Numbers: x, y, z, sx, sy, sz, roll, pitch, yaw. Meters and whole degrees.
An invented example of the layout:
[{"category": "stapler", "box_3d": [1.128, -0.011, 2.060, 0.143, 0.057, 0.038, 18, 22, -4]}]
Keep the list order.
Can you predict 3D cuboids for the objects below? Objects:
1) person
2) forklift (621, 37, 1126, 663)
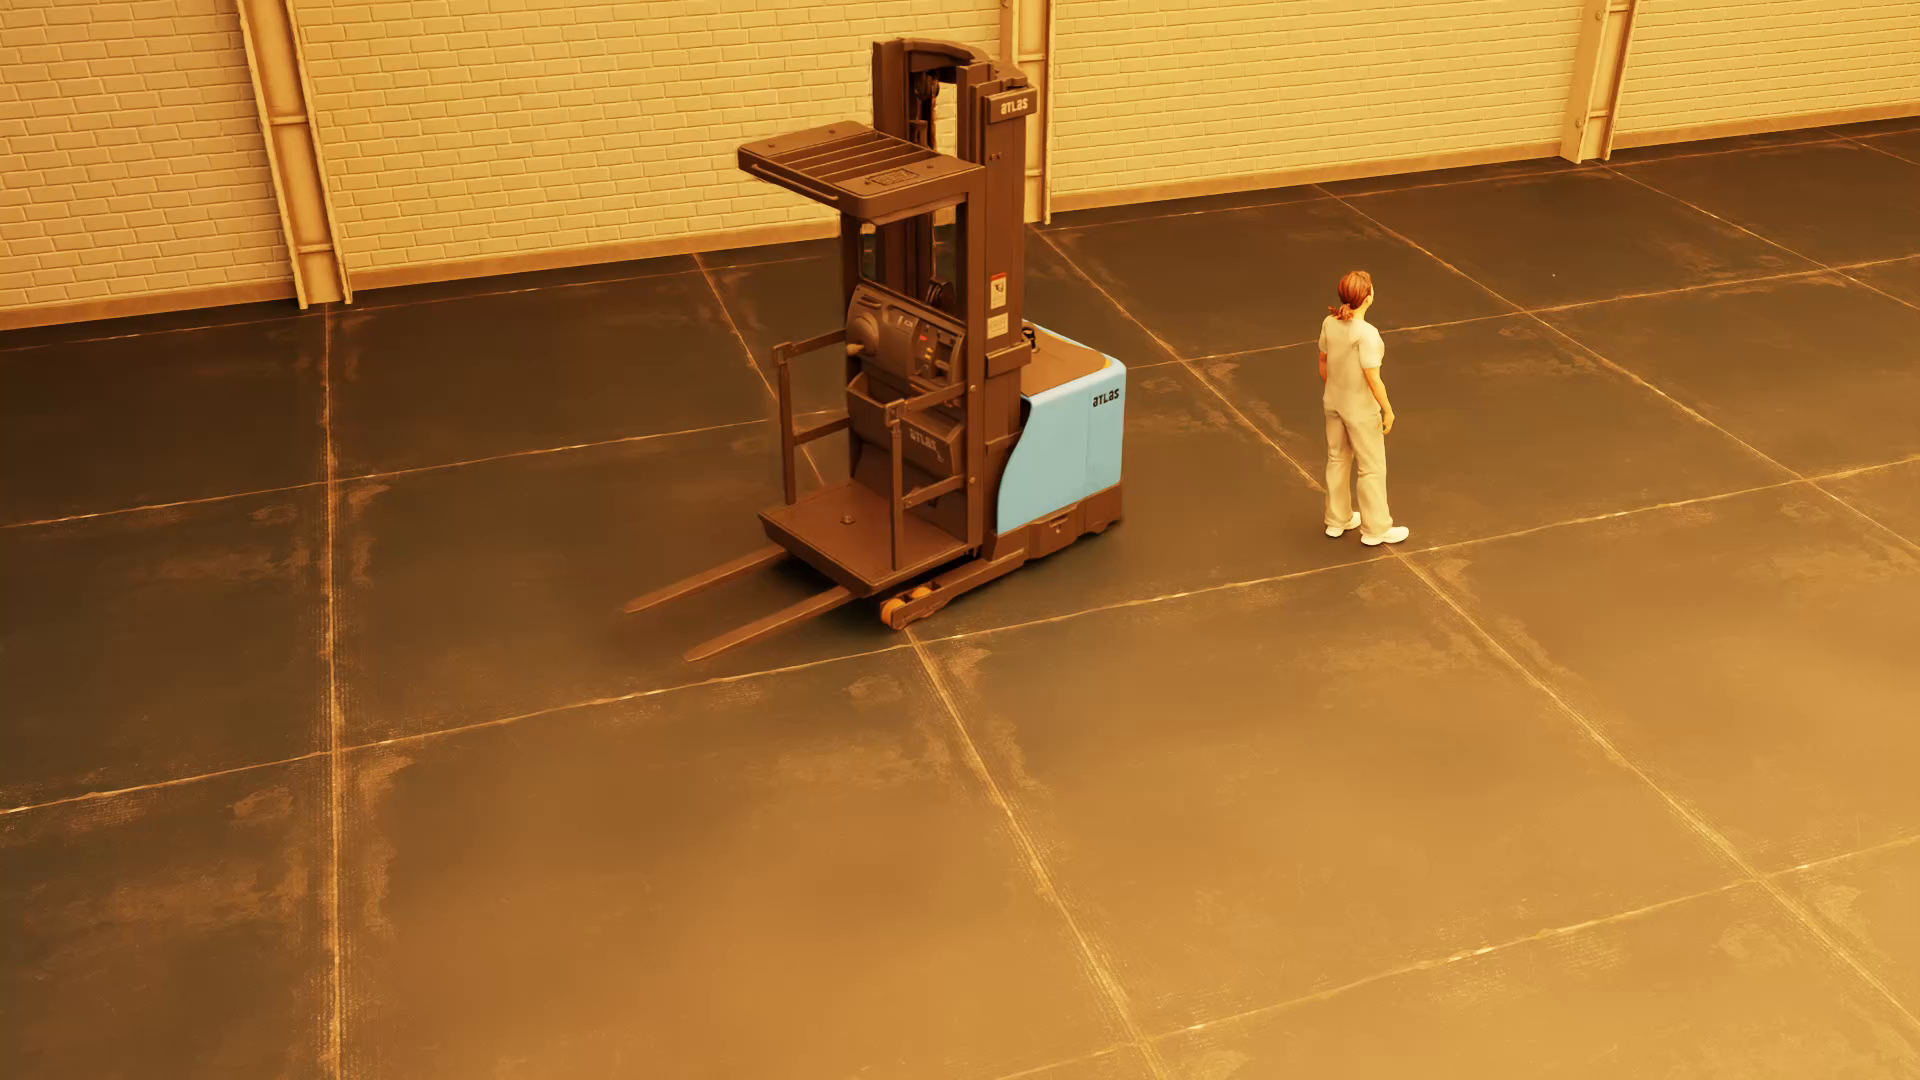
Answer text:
[{"category": "person", "box_3d": [2.351, -0.785, 9.695, 0.532, 1.673, 0.551, -17, 34, -26]}, {"category": "forklift", "box_3d": [-0.461, -1.072, 8.951, 3.031, 2.935, 1.130, -23, 37, -34]}]
